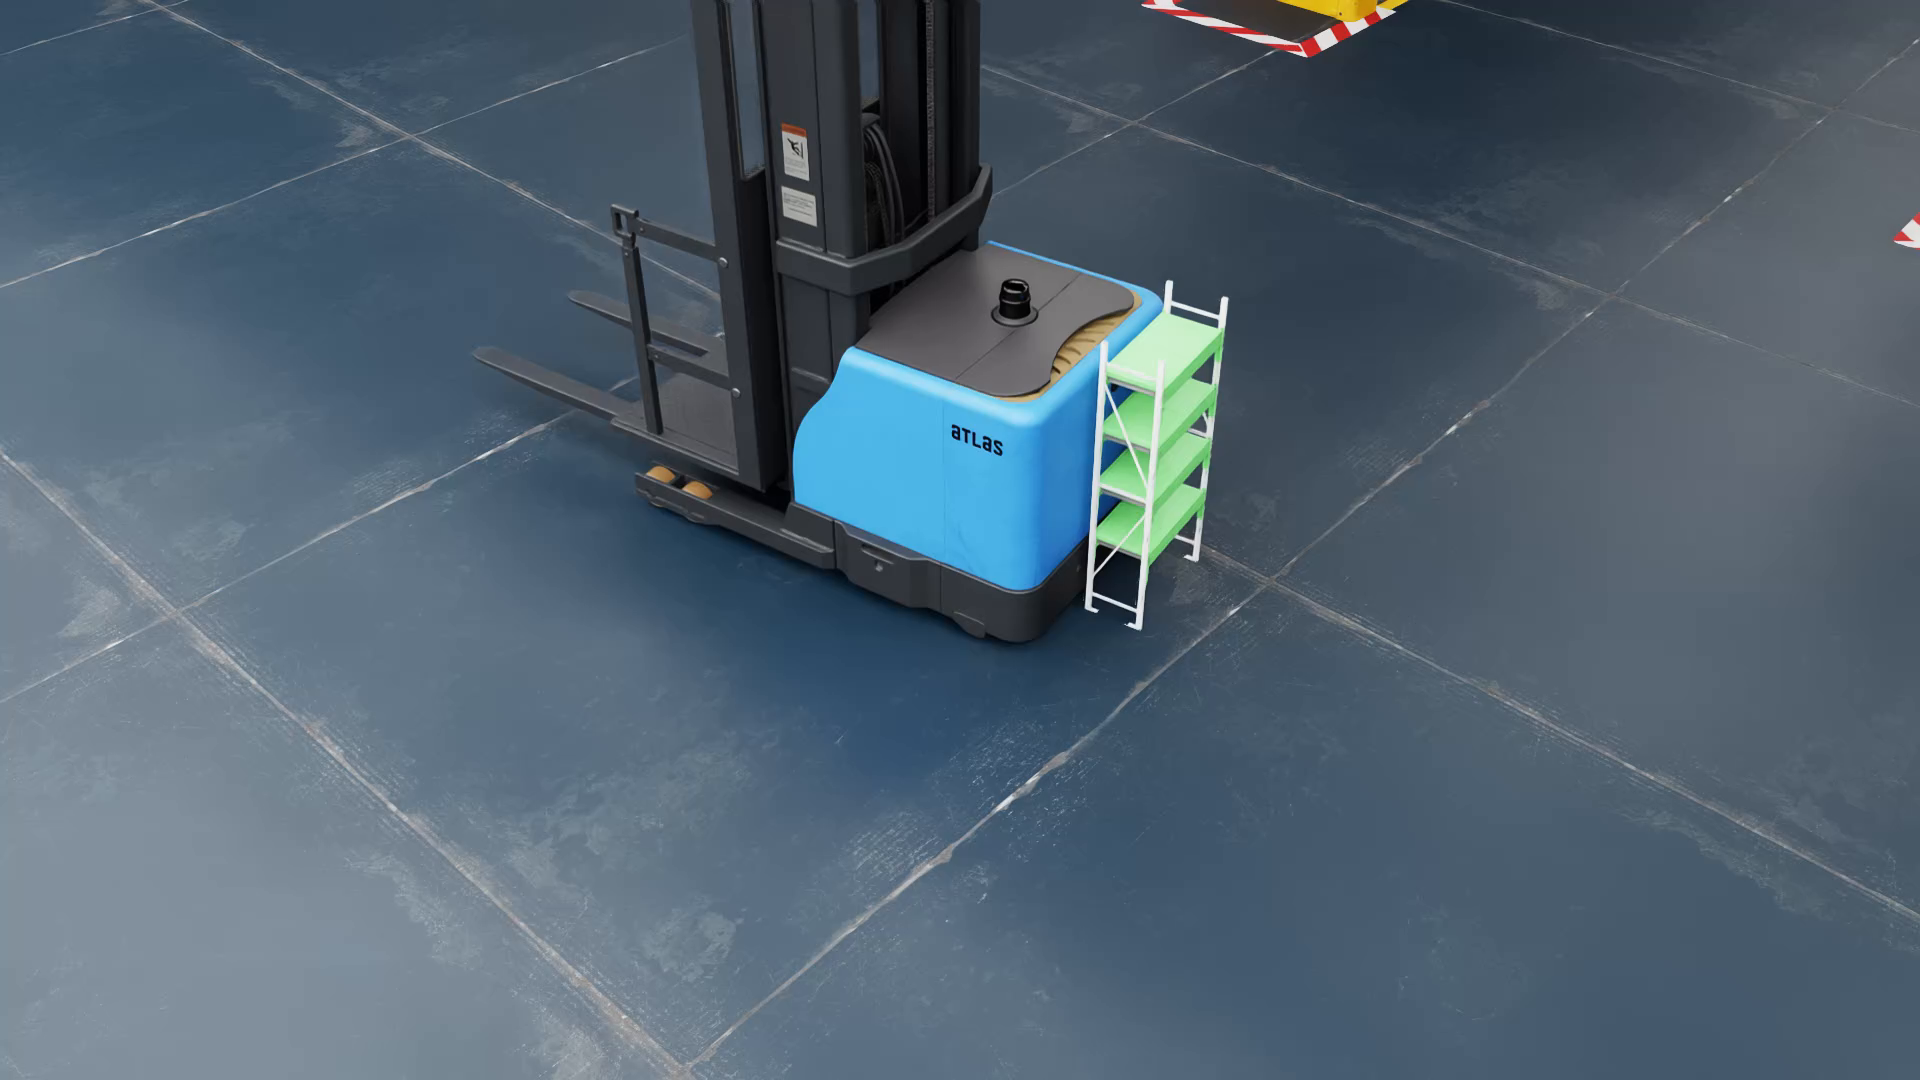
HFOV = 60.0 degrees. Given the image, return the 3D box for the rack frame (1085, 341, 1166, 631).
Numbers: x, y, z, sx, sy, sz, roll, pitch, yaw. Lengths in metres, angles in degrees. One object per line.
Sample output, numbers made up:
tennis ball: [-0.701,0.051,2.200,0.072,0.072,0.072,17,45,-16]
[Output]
rack frame: [0.587,-0.168,5.997,0.240,1.200,0.015,22,43,25]

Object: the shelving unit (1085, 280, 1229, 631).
shelving unit: [0.718,-0.296,6.159,0.258,1.200,0.503,22,43,25]

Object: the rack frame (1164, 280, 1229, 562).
rack frame: [0.848,-0.425,6.320,0.240,1.200,0.015,22,43,25]

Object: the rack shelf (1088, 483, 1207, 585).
rack shelf: [0.718,-0.059,6.348,0.258,0.148,0.480,22,43,25]

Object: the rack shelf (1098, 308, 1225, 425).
rack shelf: [0.718,-0.622,5.900,0.258,0.148,0.480,22,43,25]

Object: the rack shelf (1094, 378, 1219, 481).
rack shelf: [0.718,-0.434,6.049,0.258,0.148,0.480,22,43,25]

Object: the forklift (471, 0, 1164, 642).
forklift: [-0.740,-1.472,6.246,3.031,2.935,1.130,22,43,25]

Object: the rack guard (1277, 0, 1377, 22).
rack guard: [2.296,-3.959,11.327,1.175,0.500,0.348,30,47,32]

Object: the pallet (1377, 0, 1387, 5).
pallet: [2.871,-4.205,11.868,1.003,0.211,1.213,30,47,32]

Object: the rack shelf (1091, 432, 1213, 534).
rack shelf: [0.718,-0.246,6.198,0.258,0.148,0.480,22,43,25]
